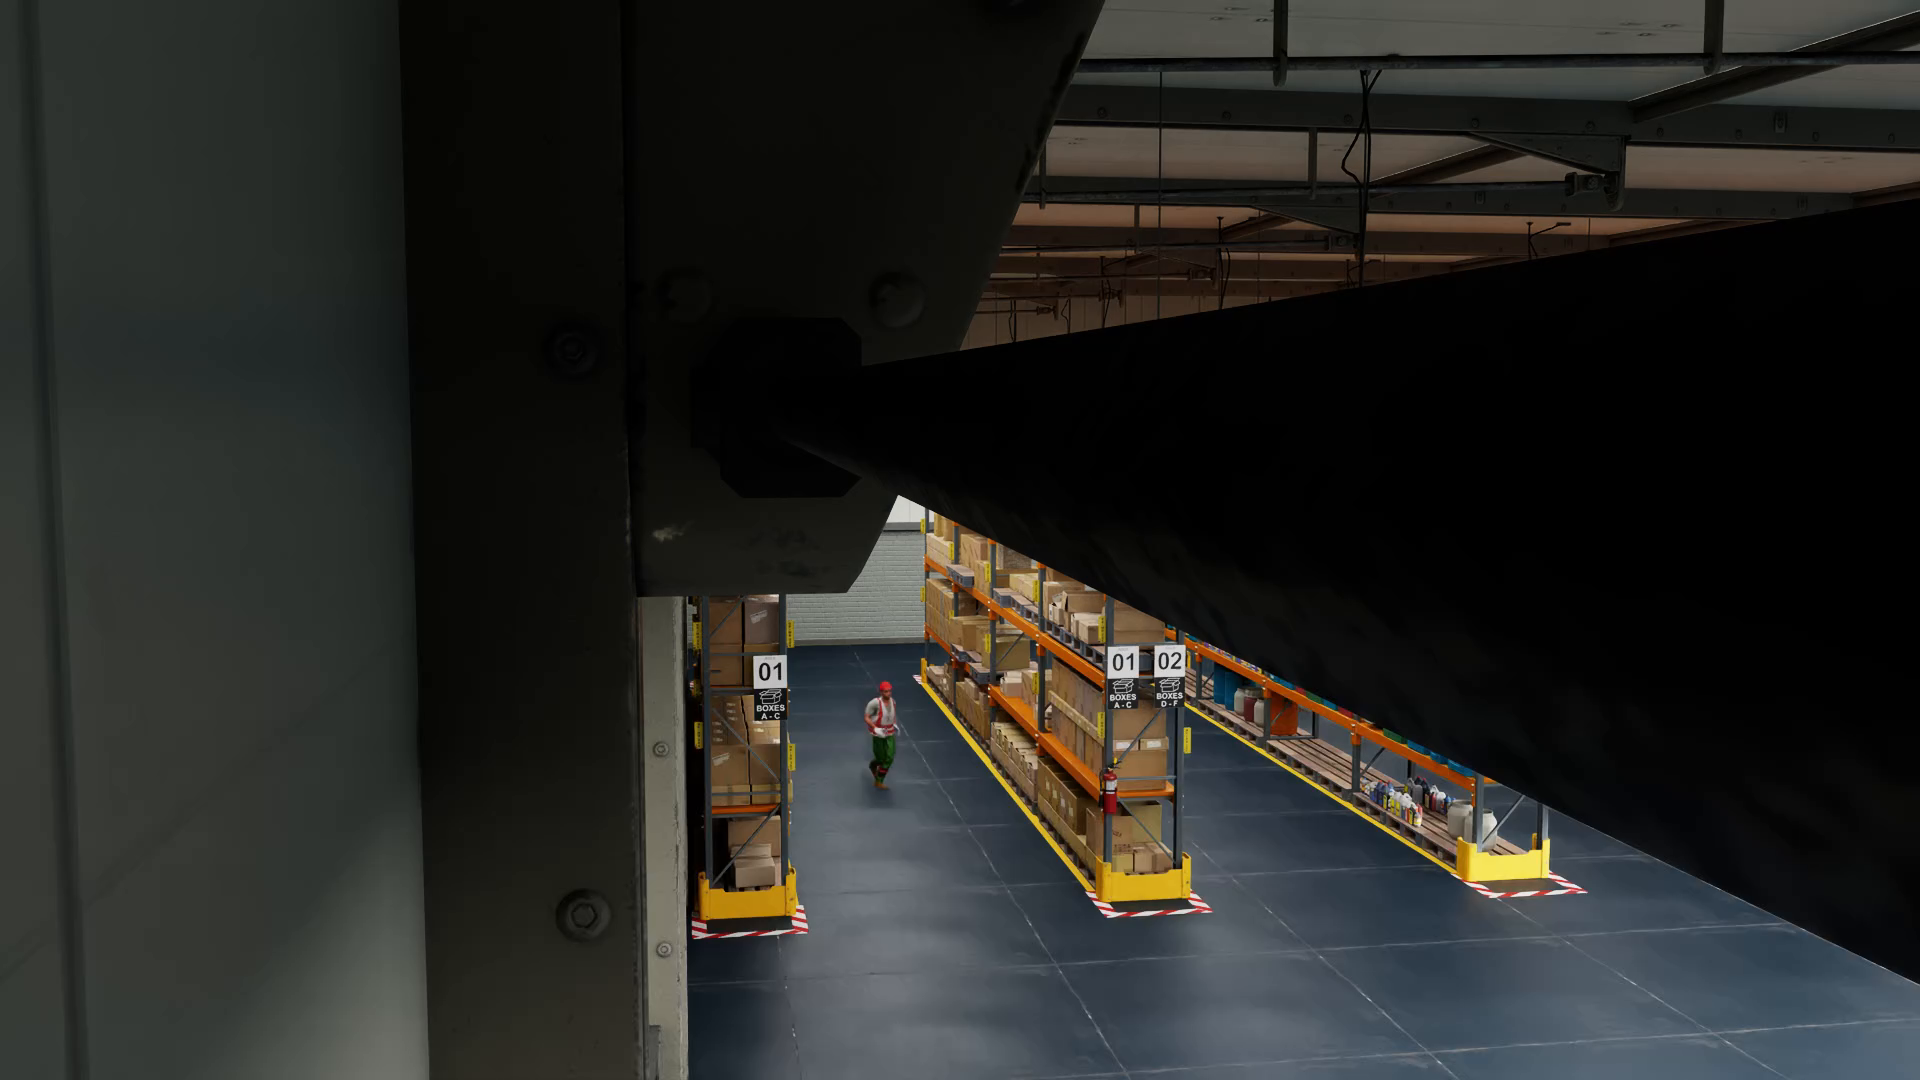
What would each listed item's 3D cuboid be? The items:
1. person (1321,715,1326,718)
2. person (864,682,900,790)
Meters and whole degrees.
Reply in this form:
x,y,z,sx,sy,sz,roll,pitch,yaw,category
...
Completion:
x,y,z,sx,sy,sz,roll,pitch,yaw,category
7.100,2.697,32.846,0.604,1.516,1.032,-1,5,-8,person
-1.302,3.116,26.780,0.644,1.735,0.675,-3,6,-31,person
